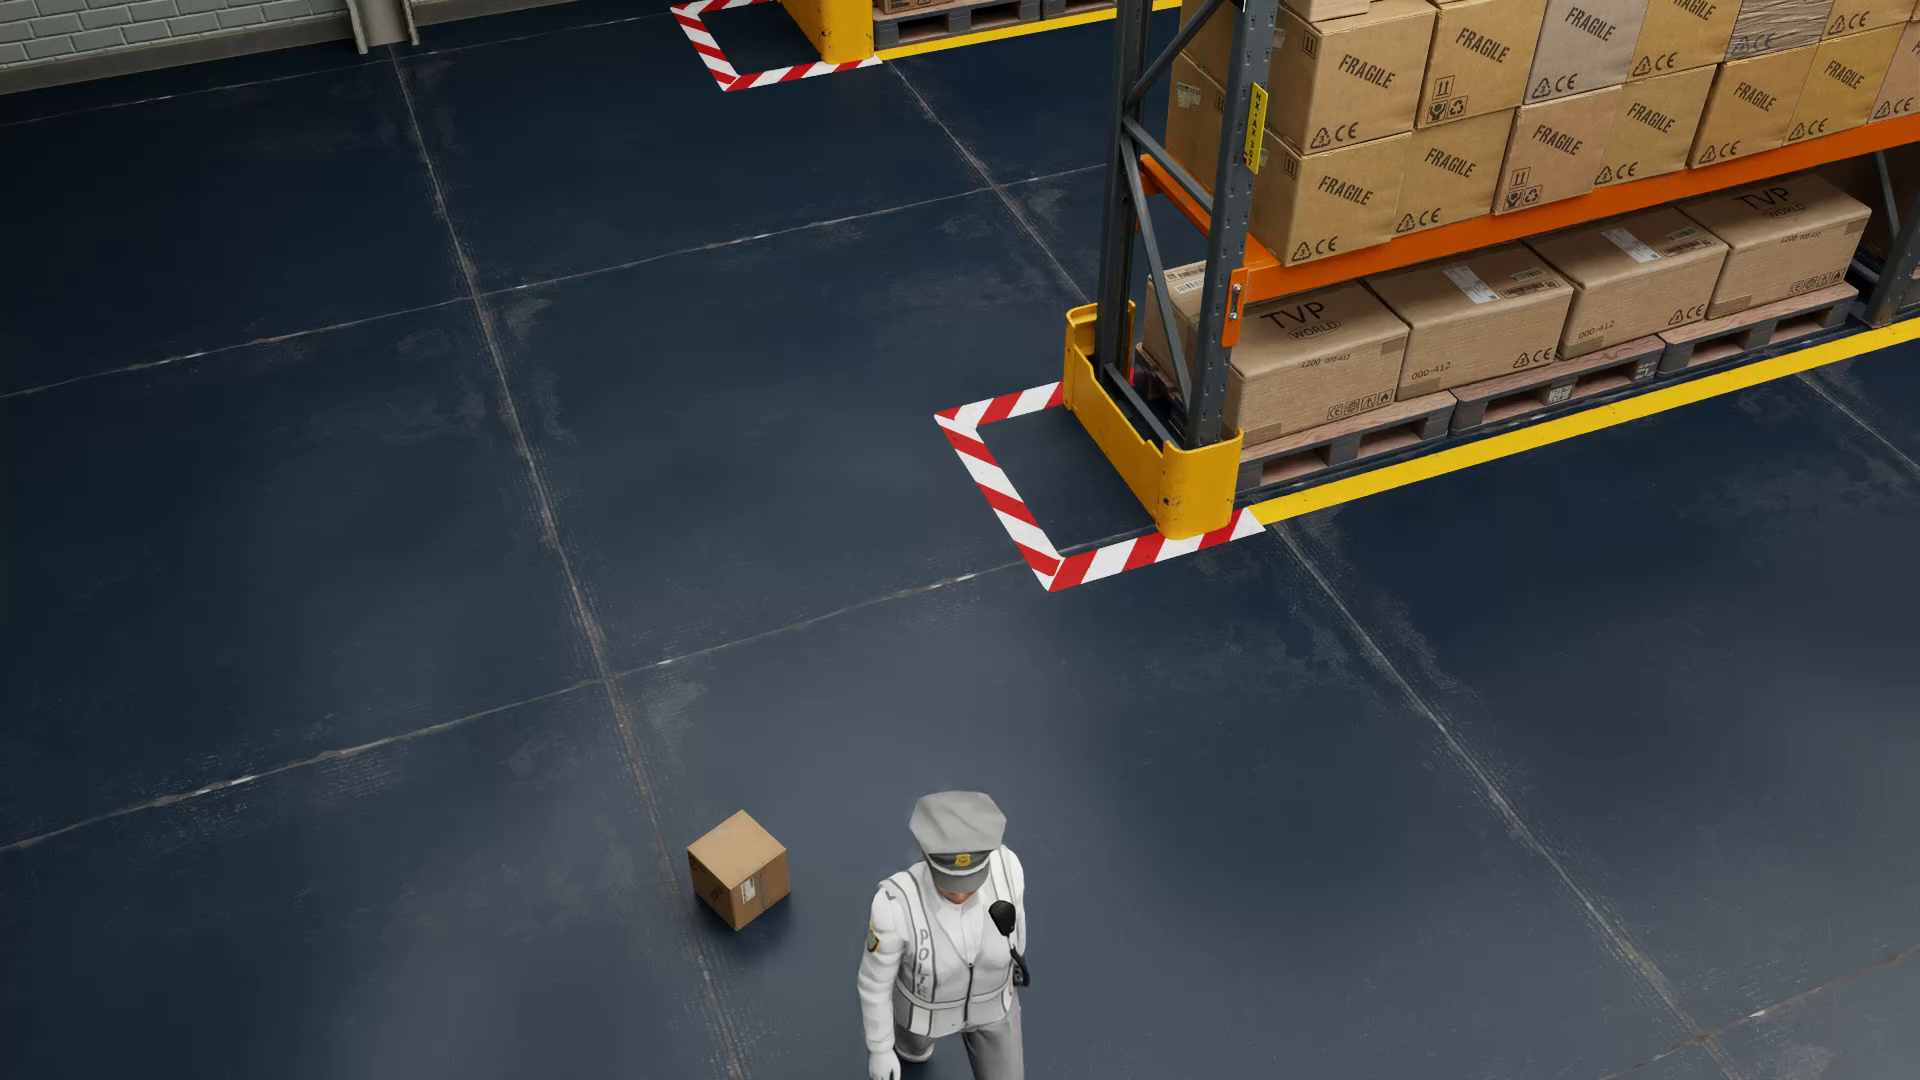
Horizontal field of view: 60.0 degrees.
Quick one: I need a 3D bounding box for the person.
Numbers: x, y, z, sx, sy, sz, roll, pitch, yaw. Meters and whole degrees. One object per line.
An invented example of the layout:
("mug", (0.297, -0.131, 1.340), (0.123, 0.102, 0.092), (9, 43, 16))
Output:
("person", (-0.033, 1.292, 4.723), (0.526, 1.617, 1.016), (-10, 43, -11))
